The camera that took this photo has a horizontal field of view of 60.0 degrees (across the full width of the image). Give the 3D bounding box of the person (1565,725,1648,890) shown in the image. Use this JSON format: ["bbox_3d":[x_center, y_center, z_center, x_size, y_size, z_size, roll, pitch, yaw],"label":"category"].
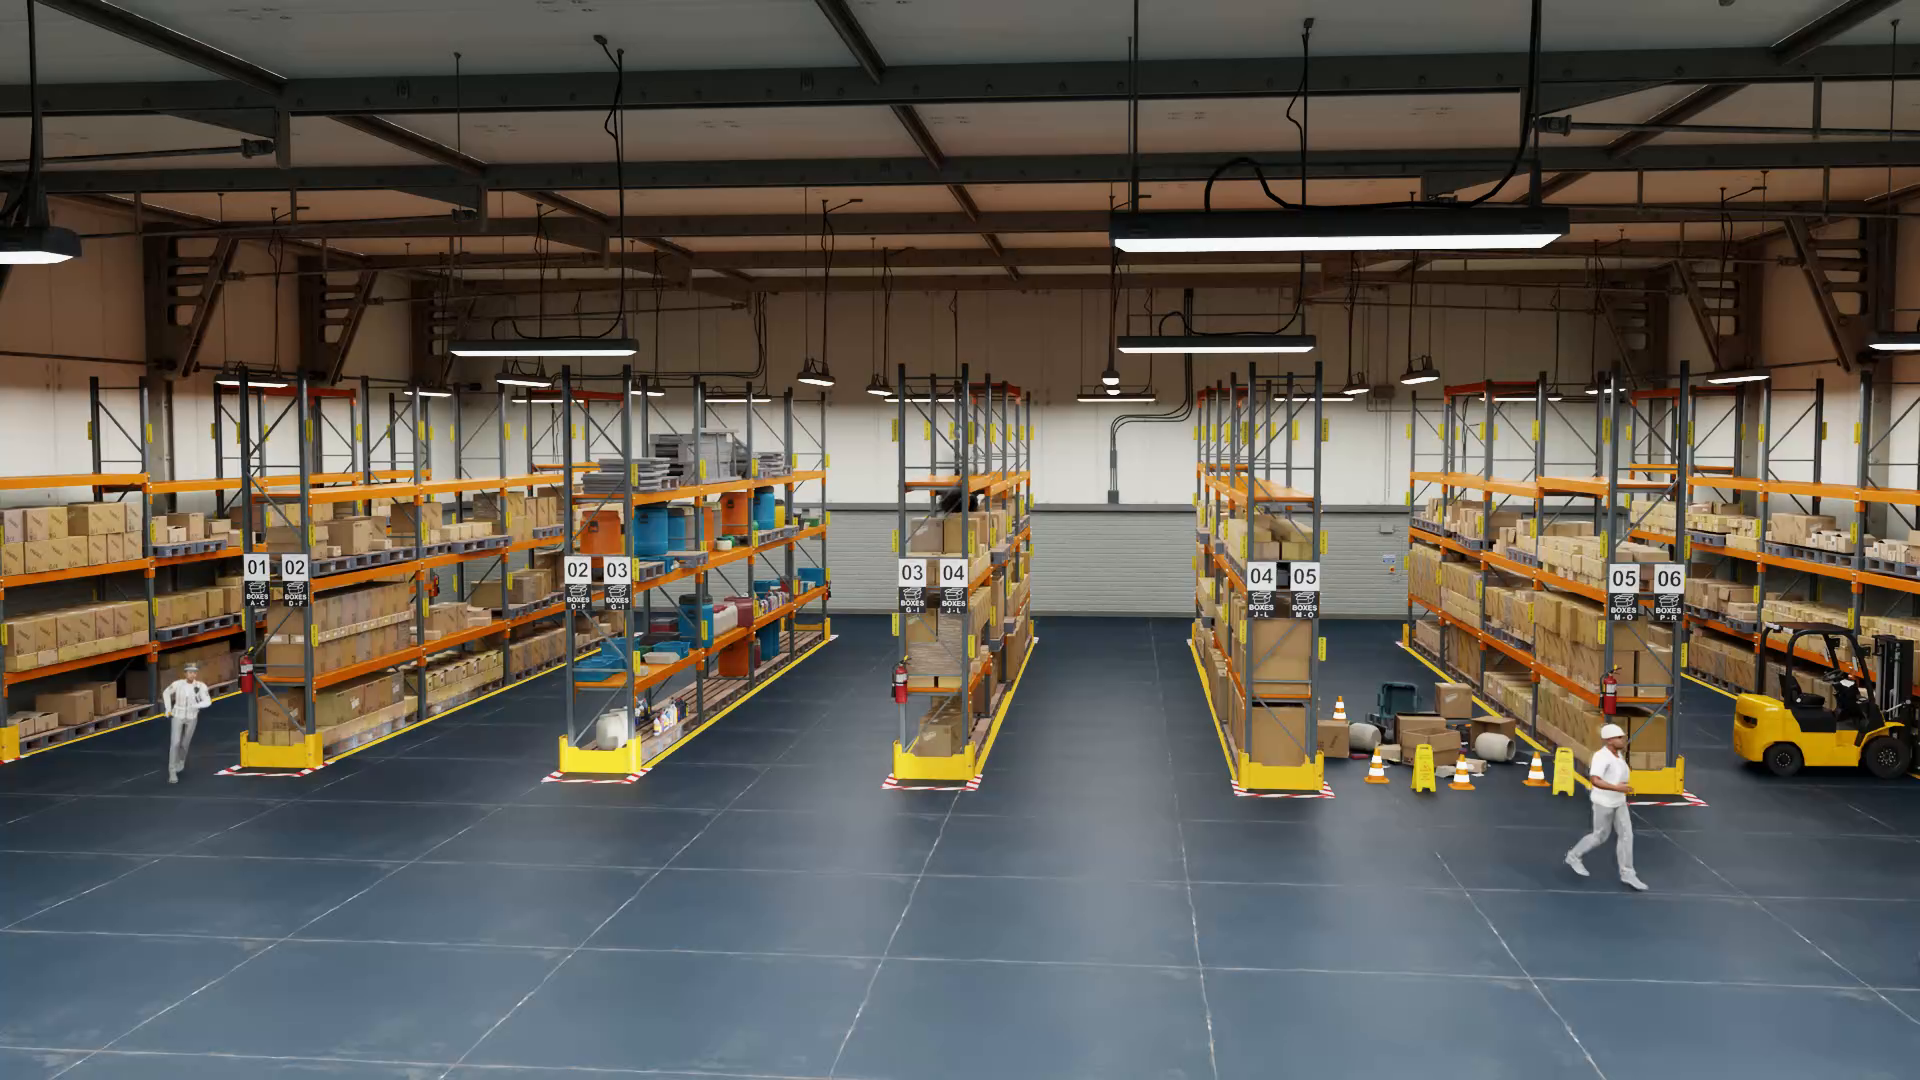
[{"bbox_3d":[7.173,2.929,18.438,0.687,1.784,0.902,-3,5,-41],"label":"person"}]

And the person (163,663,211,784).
[{"bbox_3d":[-11.233,2.612,24.190,0.626,1.681,0.897,-2,4,-27],"label":"person"}]

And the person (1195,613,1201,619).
[{"bbox_3d":[6.019,1.515,40.782,0.765,1.759,0.649,2,4,23],"label":"person"}]
